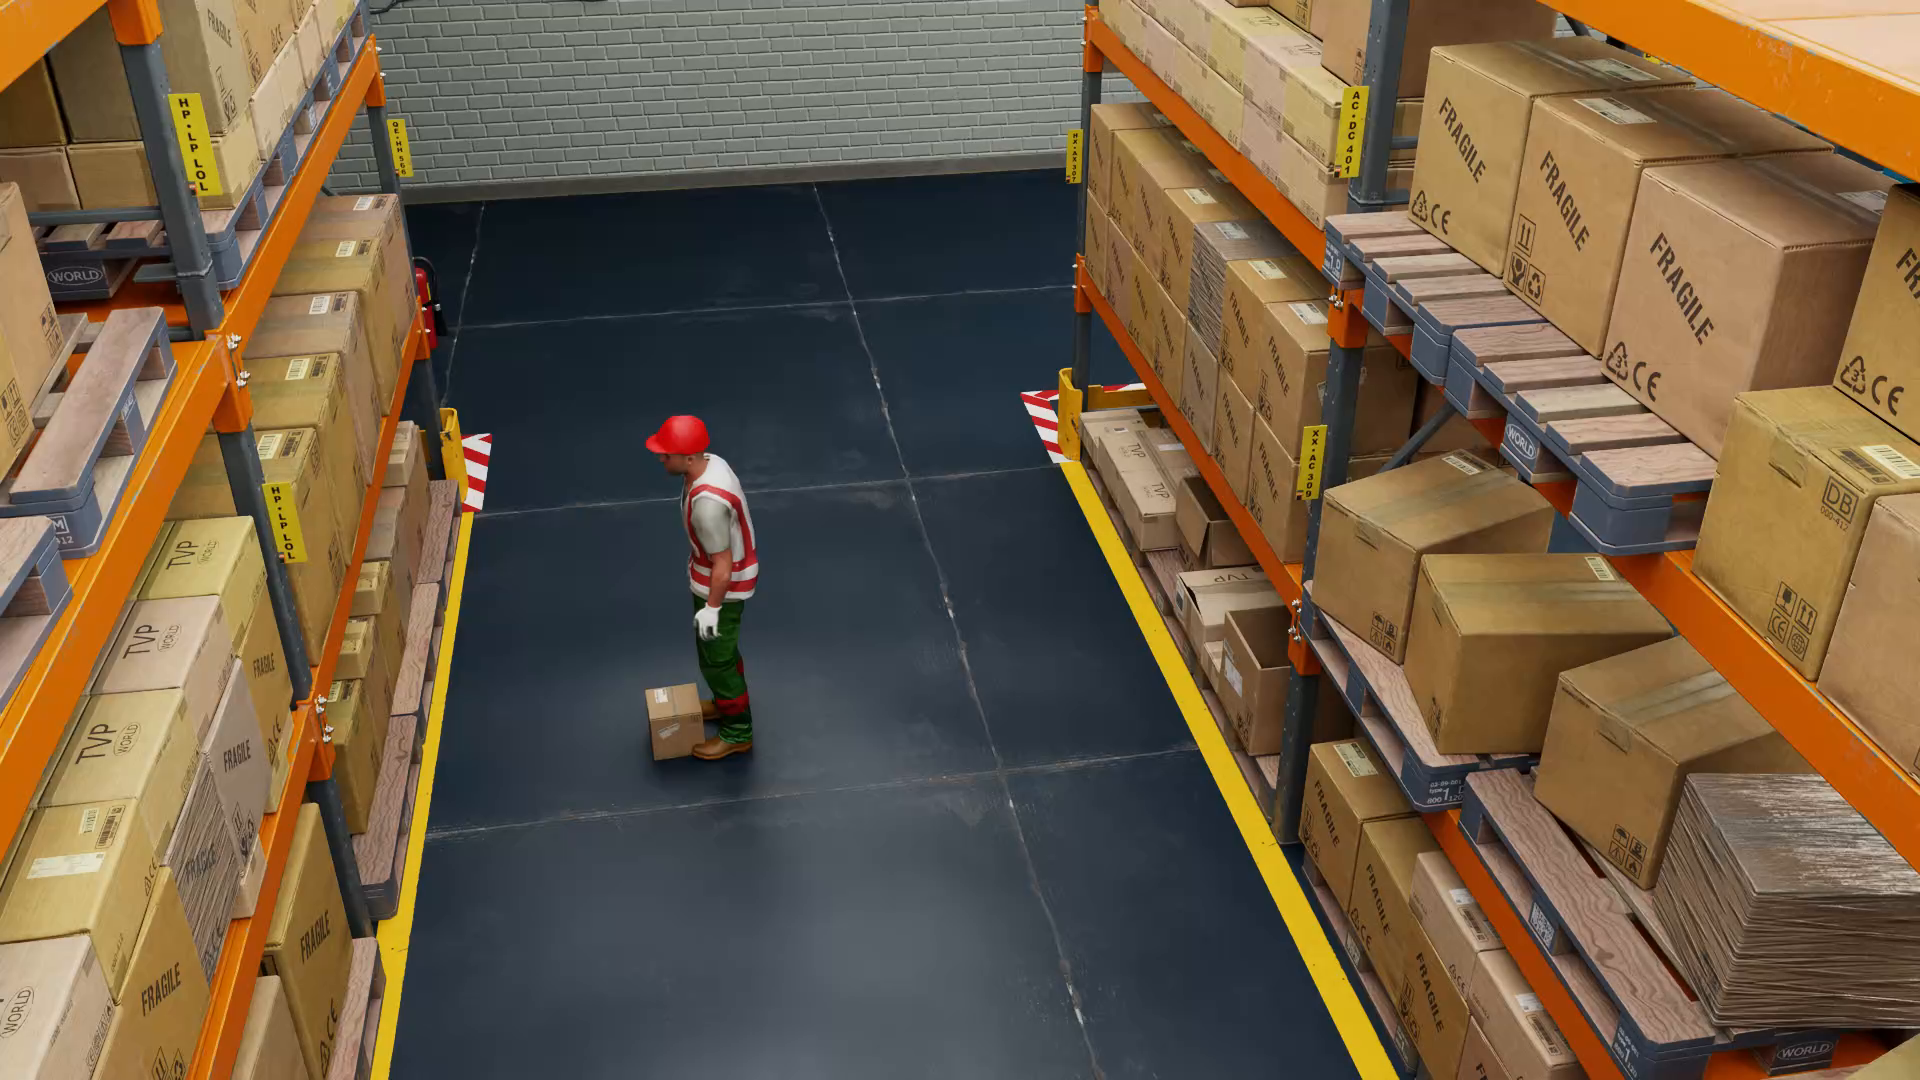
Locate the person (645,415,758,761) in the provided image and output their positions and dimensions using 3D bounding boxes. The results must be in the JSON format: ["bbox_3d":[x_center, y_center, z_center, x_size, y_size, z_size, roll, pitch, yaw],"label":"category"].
[{"bbox_3d":[-1.169,0.208,7.770,0.453,1.779,0.608,-5,31,-9],"label":"person"}]
